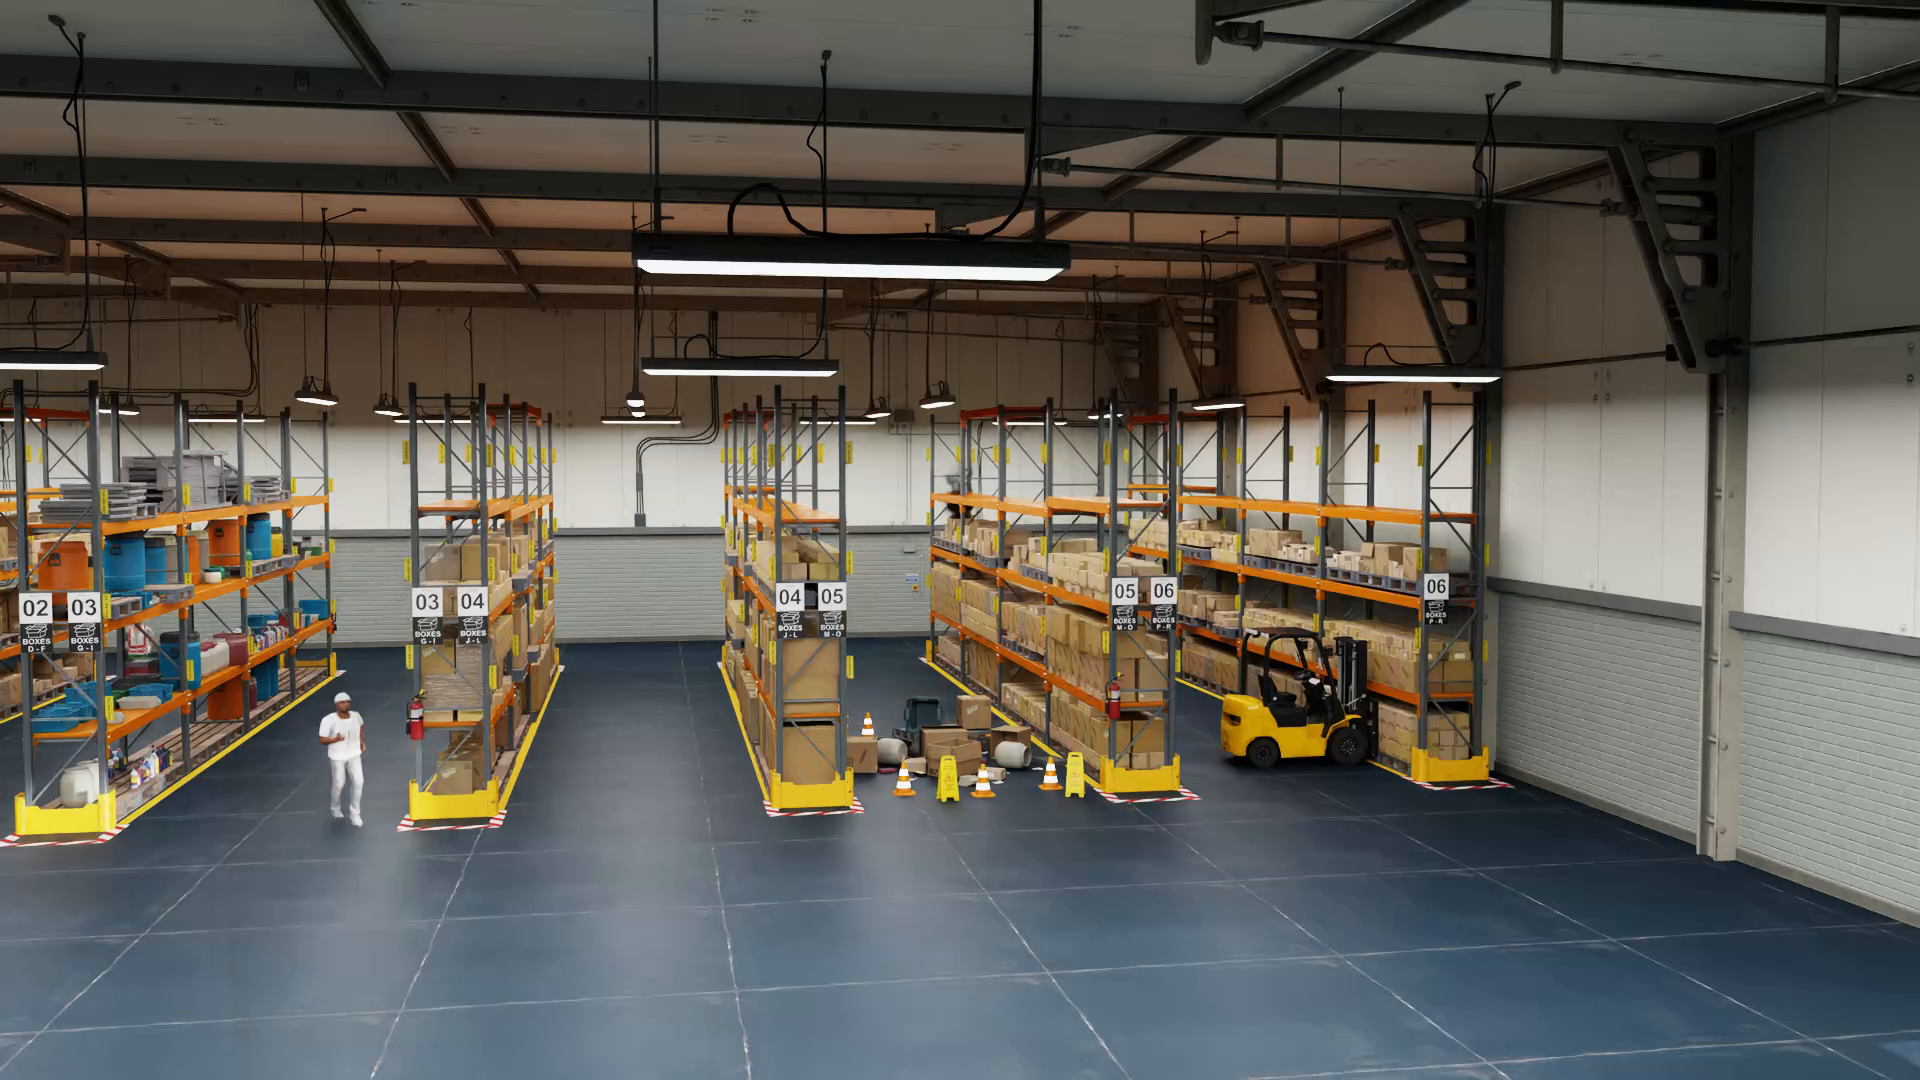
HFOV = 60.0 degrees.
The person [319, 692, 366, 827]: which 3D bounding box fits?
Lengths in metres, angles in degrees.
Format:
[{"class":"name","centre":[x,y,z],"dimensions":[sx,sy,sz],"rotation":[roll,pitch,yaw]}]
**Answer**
[{"class":"person","centre":[-8.349,2.974,22.564],"dimensions":[0.674,1.823,0.729],"rotation":[-2,4,-37]}]

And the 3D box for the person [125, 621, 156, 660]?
[{"class":"person","centre":[-17.098,2.376,34.605],"dimensions":[0.636,1.740,0.586],"rotation":[-1,3,-19]}]
